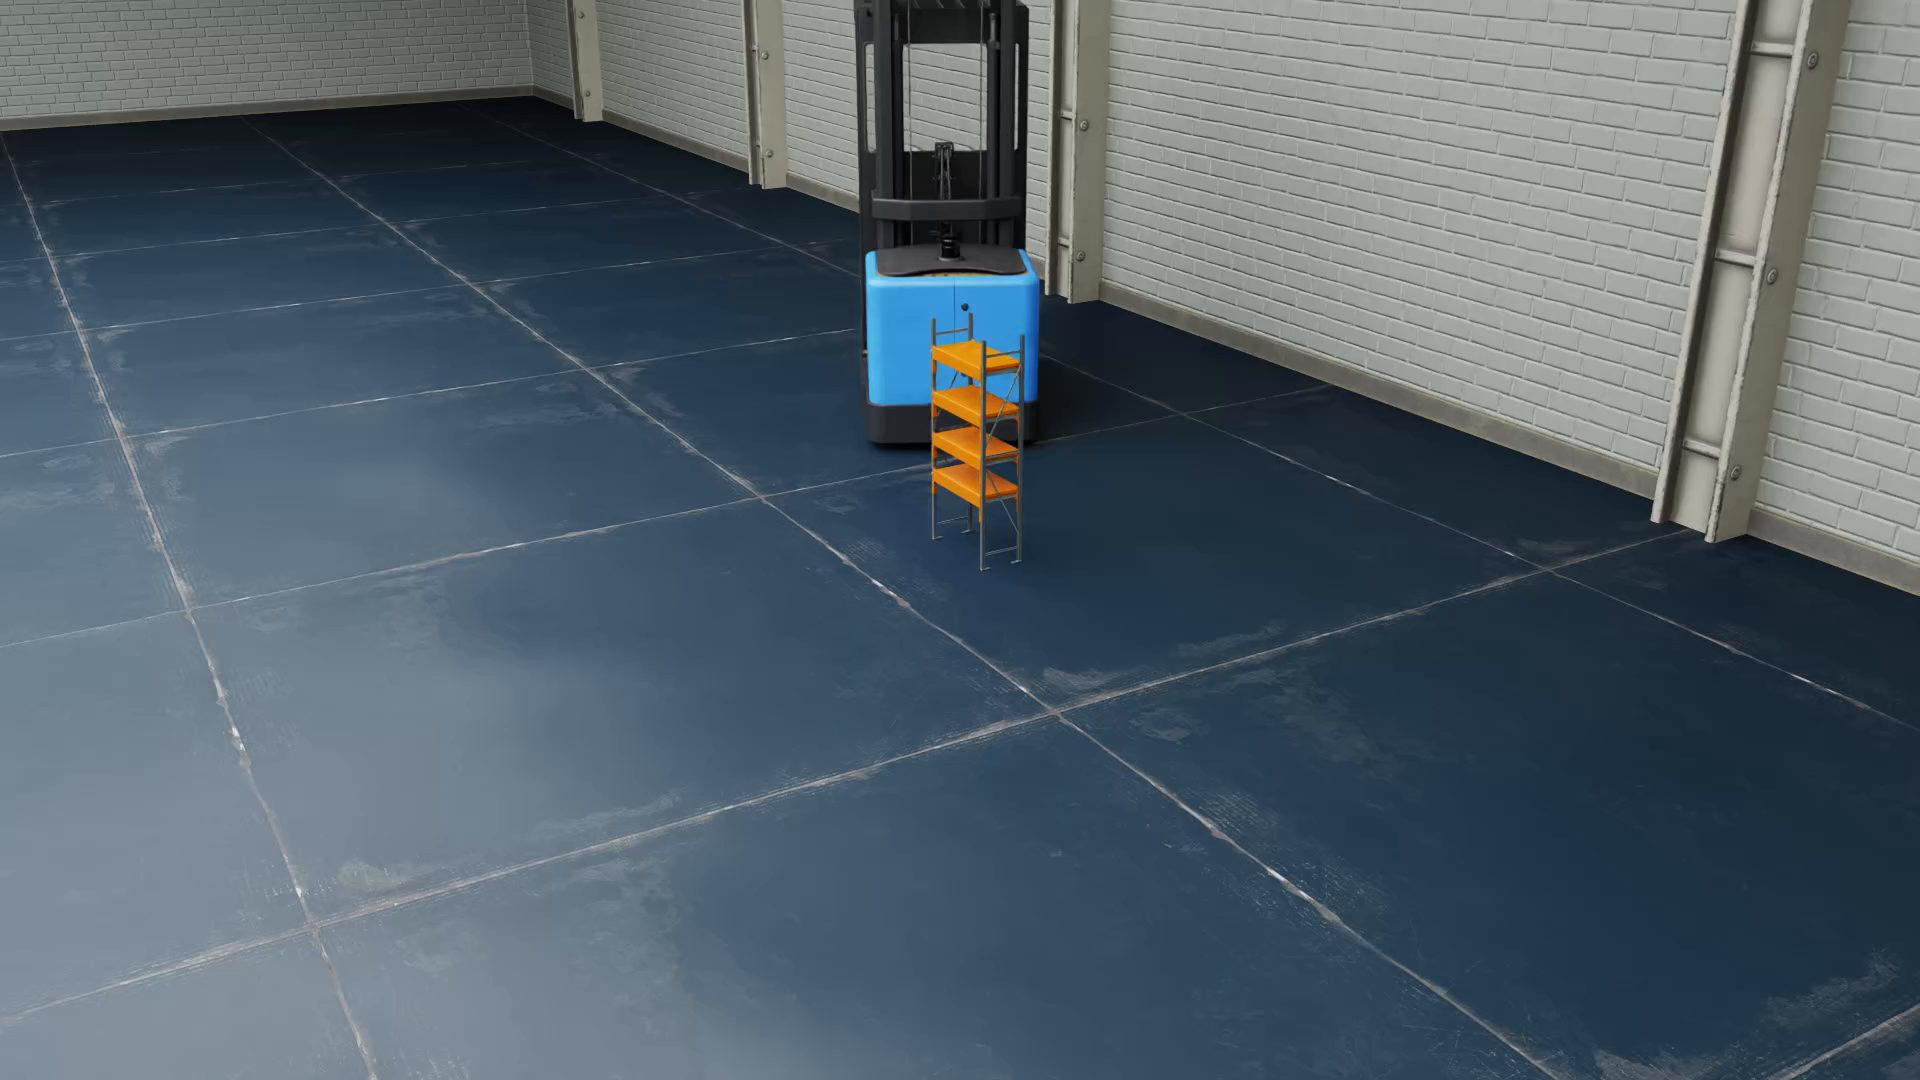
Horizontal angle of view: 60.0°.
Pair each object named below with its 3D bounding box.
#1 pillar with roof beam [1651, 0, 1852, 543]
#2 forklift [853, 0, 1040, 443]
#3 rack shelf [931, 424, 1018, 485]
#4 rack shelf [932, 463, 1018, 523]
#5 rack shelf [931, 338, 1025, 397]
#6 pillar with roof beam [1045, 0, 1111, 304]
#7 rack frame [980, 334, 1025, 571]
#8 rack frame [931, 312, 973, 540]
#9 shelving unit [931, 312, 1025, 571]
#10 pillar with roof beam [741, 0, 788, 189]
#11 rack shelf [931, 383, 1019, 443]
[{"bbox_3d":[0.300,-3.416,5.265,9.100,9.000,0.400,-13,25,-28],"label":"pillar with roof beam"},{"bbox_3d":[-0.130,-2.454,10.956,1.130,2.935,3.031,-1,22,-4],"label":"forklift"},{"bbox_3d":[0.085,-0.440,8.479,0.258,0.148,0.480,-13,25,-28],"label":"rack shelf"},{"bbox_3d":[0.085,-0.256,8.554,0.258,0.148,0.480,-13,25,-28],"label":"rack shelf"},{"bbox_3d":[0.085,-0.866,8.306,0.258,0.148,0.480,-13,25,-28],"label":"rack shelf"},{"bbox_3d":[-2.765,-5.358,10.044,9.100,9.000,0.400,-13,25,-28],"label":"pillar with roof beam"},{"bbox_3d":[0.209,-0.423,8.259,0.240,1.200,0.015,-13,25,-28],"label":"rack frame"},{"bbox_3d":[-0.040,-0.581,8.648,0.240,1.200,0.015,-13,25,-28],"label":"rack frame"},{"bbox_3d":[0.085,-0.502,8.454,0.258,1.200,0.503,-13,25,-28],"label":"shelving unit"},{"bbox_3d":[-5.830,-7.301,14.822,9.100,9.000,0.400,-13,25,-28],"label":"pillar with roof beam"},{"bbox_3d":[0.085,-0.647,8.395,0.258,0.148,0.480,-13,25,-28],"label":"rack shelf"}]
